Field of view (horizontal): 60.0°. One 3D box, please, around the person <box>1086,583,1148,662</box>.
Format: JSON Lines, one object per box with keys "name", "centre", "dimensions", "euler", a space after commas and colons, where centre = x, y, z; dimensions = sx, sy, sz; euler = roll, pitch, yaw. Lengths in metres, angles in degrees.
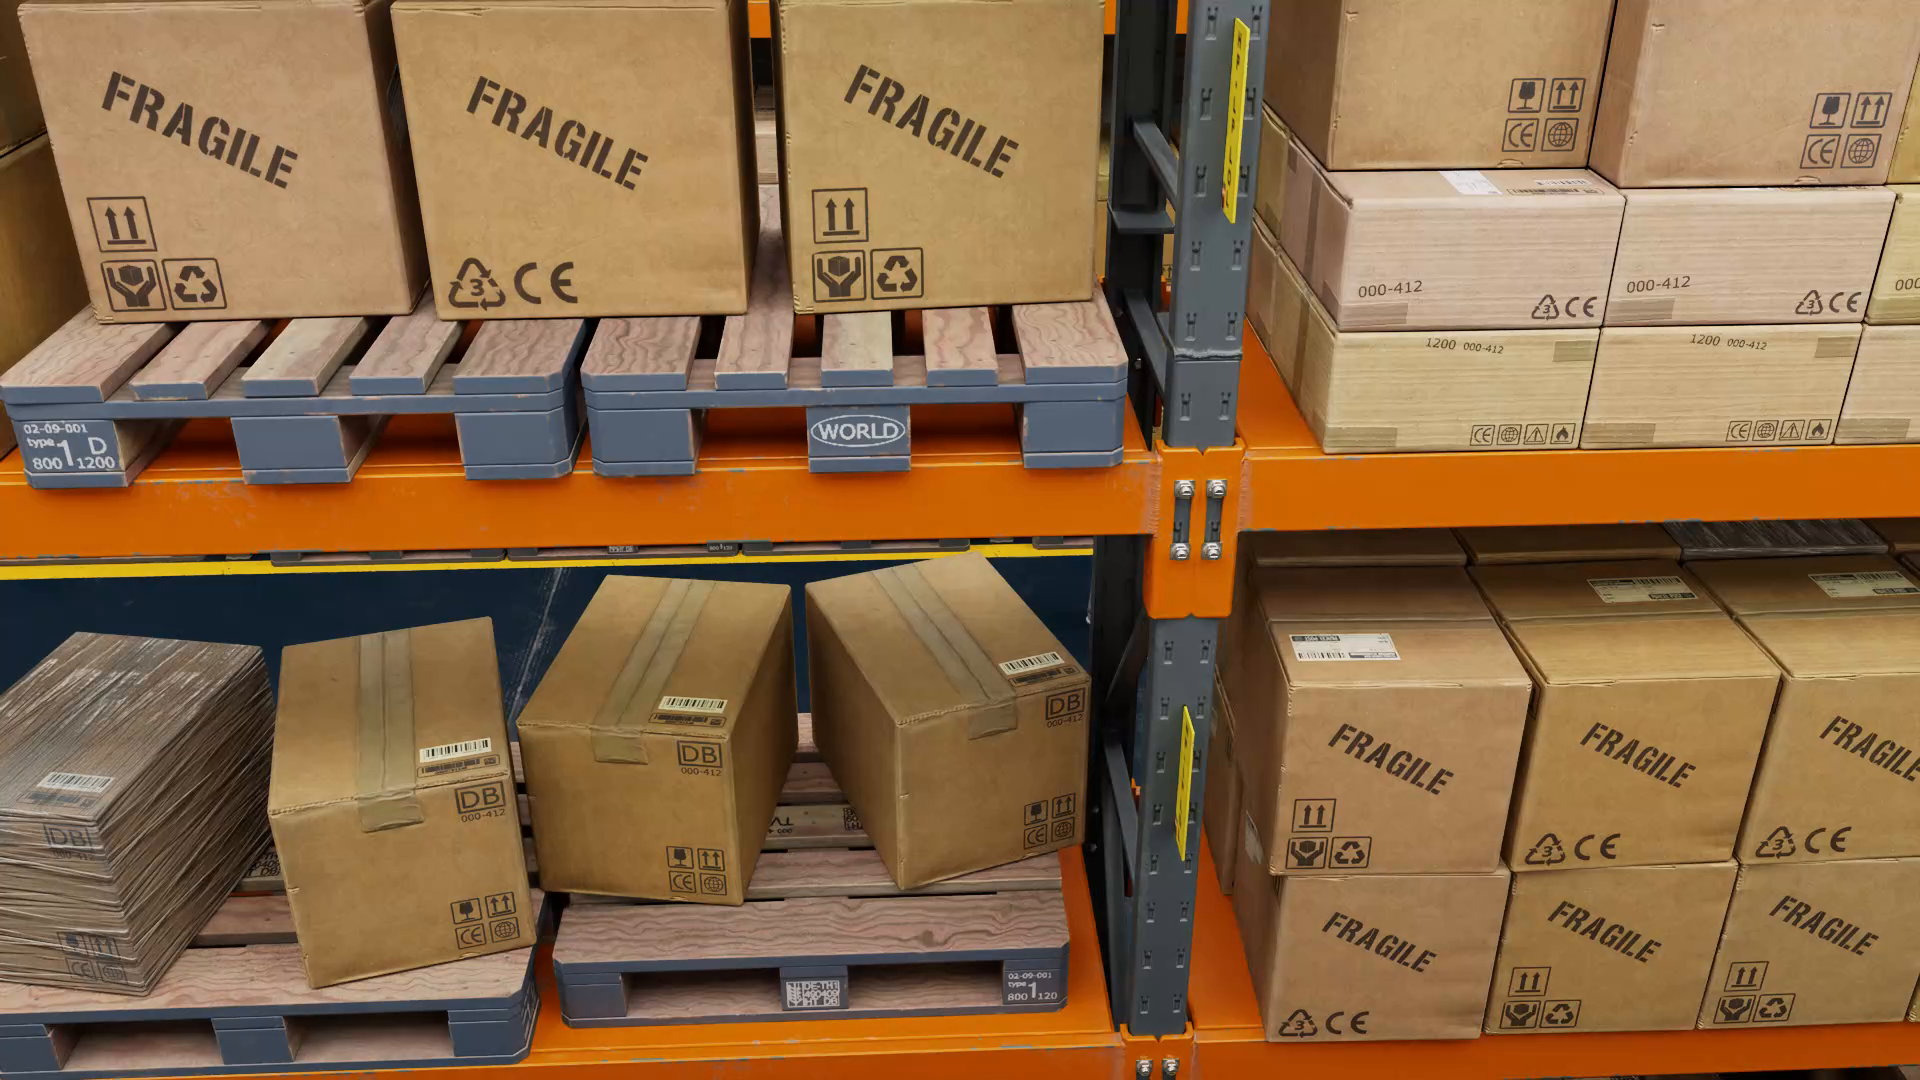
{"name": "person", "centre": [0.750, -0.273, 7.639], "dimensions": [0.392, 1.659, 0.507], "euler": [-1, 28, -2]}
